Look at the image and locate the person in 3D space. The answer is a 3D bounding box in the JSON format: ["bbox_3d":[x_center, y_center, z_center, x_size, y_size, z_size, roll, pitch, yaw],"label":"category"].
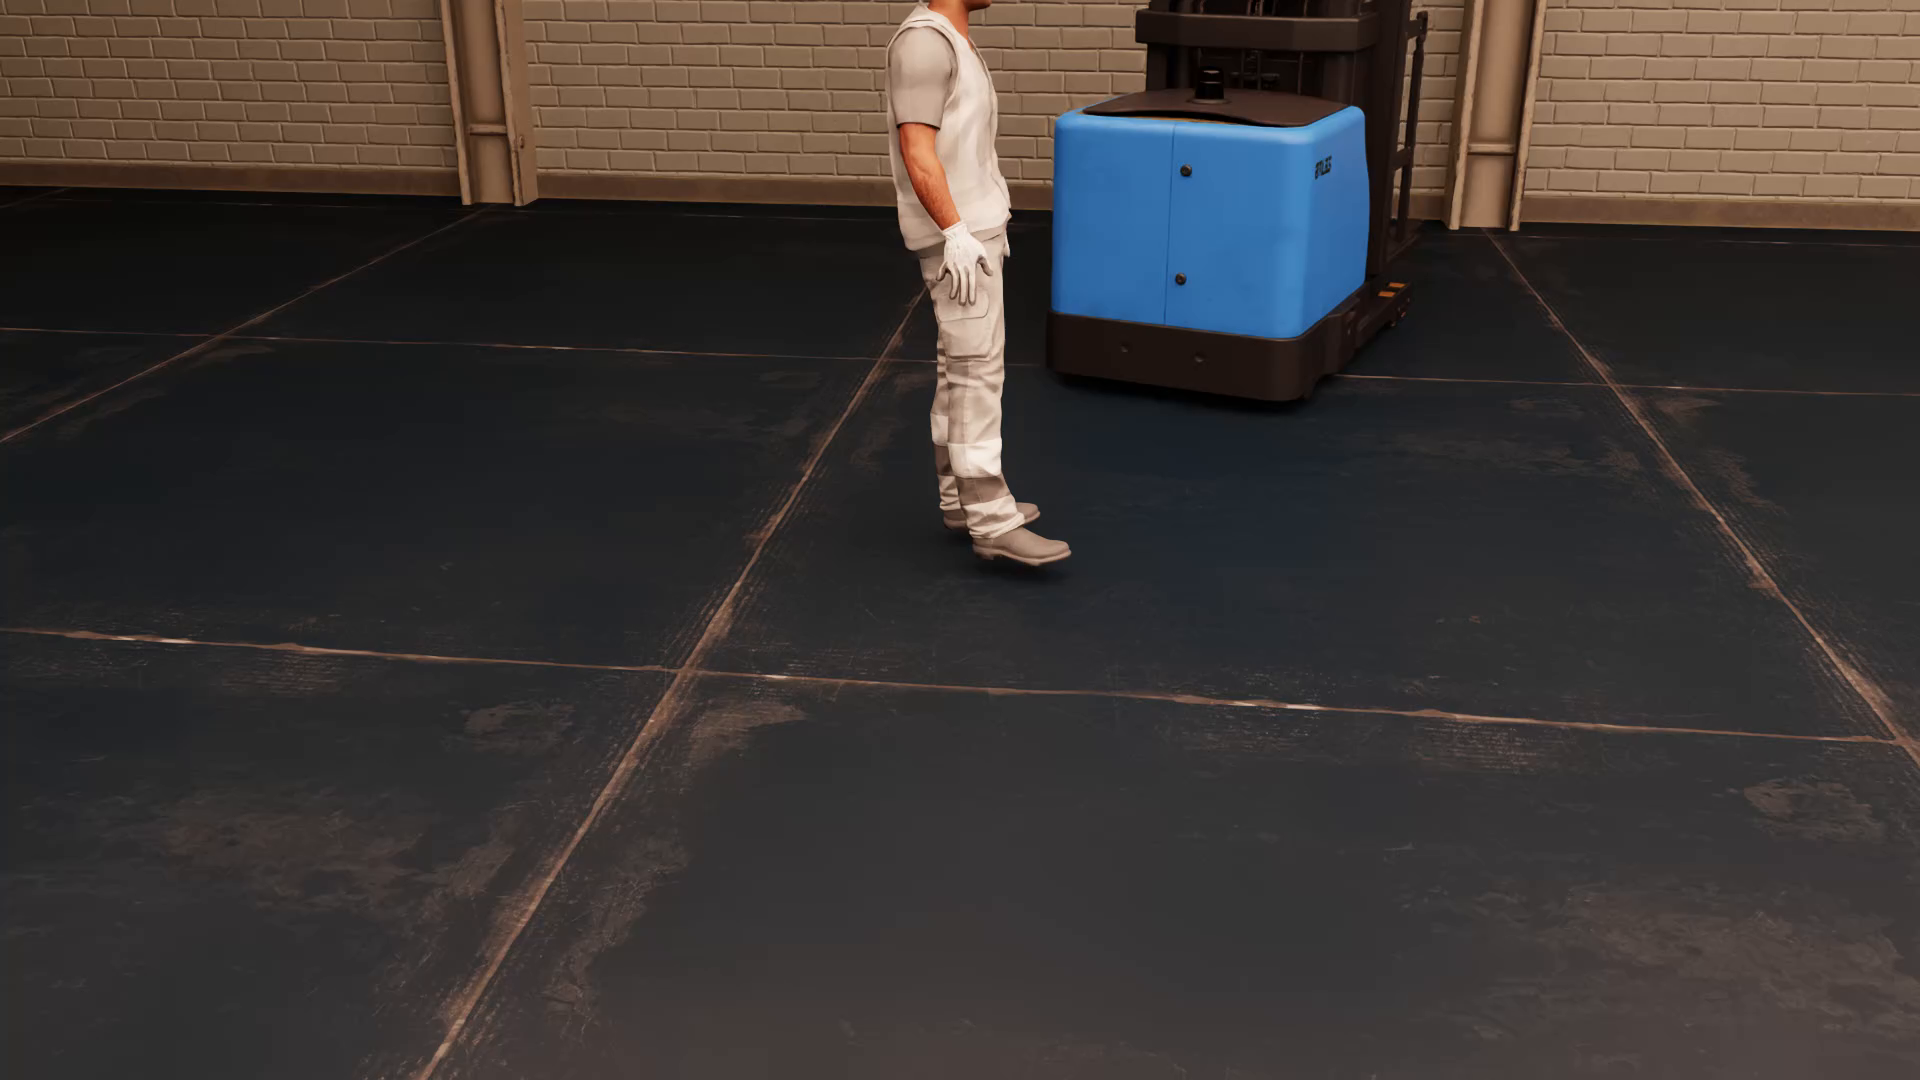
[{"bbox_3d":[0.078,-0.866,4.805,0.564,1.786,0.638,3,22,7],"label":"person"}]

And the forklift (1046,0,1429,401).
[{"bbox_3d":[1.460,-2.395,7.201,1.130,2.935,3.031,11,24,25],"label":"forklift"}]
